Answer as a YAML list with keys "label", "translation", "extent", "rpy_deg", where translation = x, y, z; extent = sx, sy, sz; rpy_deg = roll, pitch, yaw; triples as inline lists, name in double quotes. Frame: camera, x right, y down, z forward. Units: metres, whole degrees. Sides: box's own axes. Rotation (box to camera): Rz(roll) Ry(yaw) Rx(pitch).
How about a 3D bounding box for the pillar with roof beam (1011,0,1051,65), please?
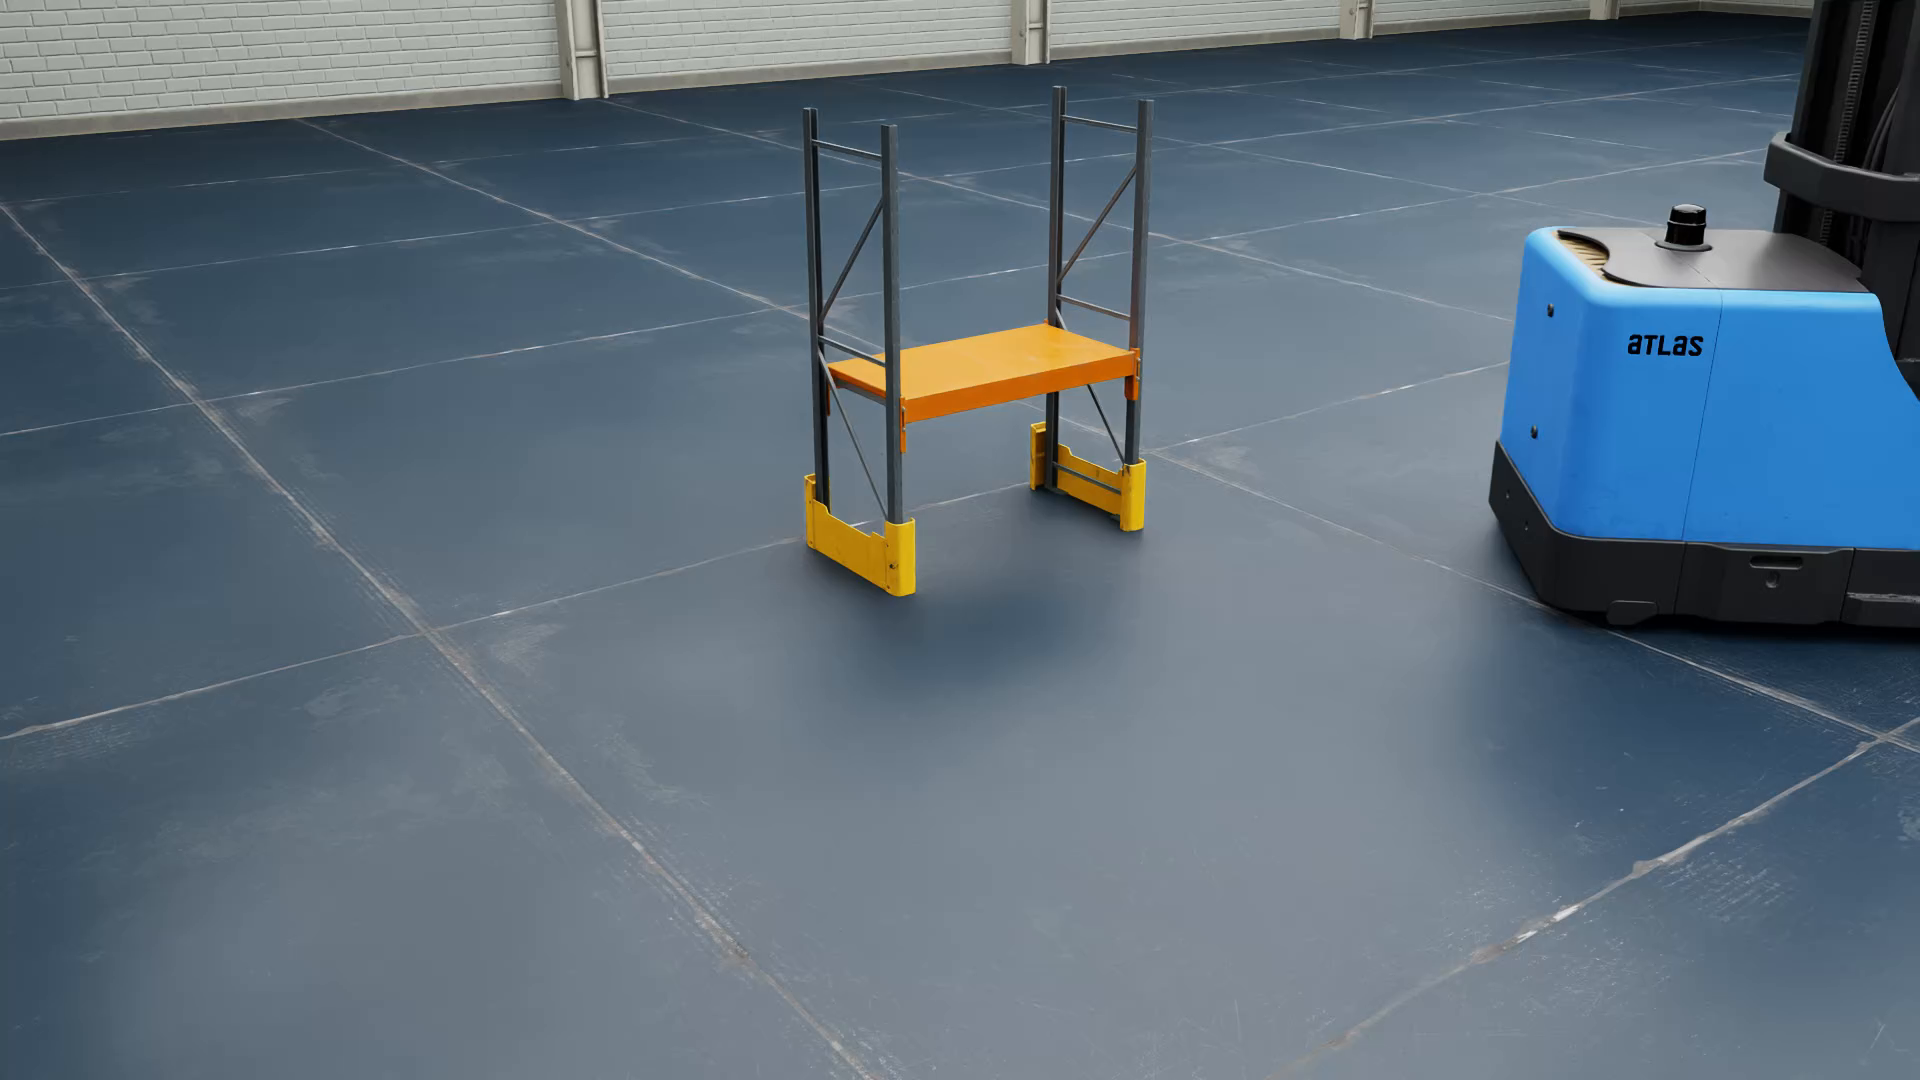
- label: "pillar with roof beam"
  translation: [3.398, -8.898, 16.054]
  extent: [0.400, 9.000, 9.100]
  rpy_deg: [-15, 26, -33]

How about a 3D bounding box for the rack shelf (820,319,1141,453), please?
- label: "rack shelf"
  translation: [0.069, -0.548, 5.731]
  extent: [1.000, 0.185, 0.538]
  rpy_deg: [-15, 26, -33]

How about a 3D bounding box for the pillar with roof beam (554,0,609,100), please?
- label: "pillar with roof beam"
  translation: [-1.472, -7.600, 12.799]
  extent: [0.400, 9.000, 9.100]
  rpy_deg: [-15, 26, -33]

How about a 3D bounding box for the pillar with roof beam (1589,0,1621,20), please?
- label: "pillar with roof beam"
  translation: [13.139, -11.496, 22.563]
  extent: [0.400, 9.000, 9.100]
  rpy_deg: [-15, 26, -33]

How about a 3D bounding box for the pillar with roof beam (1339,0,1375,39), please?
- label: "pillar with roof beam"
  translation: [8.269, -10.197, 19.309]
  extent: [0.400, 9.000, 9.100]
  rpy_deg: [-15, 26, -33]

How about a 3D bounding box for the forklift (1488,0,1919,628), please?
- label: "forklift"
  translation: [3.382, -1.214, 4.984]
  extent: [3.031, 2.935, 1.130]
  rpy_deg: [2, 22, 5]

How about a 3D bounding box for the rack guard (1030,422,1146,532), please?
- label: "rack guard"
  translation: [0.466, -0.240, 6.162]
  extent: [0.087, 0.250, 0.587]
  rpy_deg: [-15, 26, -33]

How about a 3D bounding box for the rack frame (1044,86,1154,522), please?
- label: "rack frame"
  translation: [0.482, -0.825, 5.940]
  extent: [0.032, 1.500, 0.500]
  rpy_deg: [-15, 26, -33]

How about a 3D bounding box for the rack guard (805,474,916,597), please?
- label: "rack guard"
  translation: [-0.342, -0.025, 5.621]
  extent: [0.087, 0.250, 0.587]
  rpy_deg: [-15, 26, -33]

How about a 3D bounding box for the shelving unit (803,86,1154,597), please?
- label: "shelving unit"
  translation: [0.062, -0.713, 5.660]
  extent: [1.083, 1.500, 0.587]
  rpy_deg: [-15, 26, -33]

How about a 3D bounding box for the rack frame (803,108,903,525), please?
- label: "rack frame"
  translation: [-0.343, -0.605, 5.389]
  extent: [0.032, 1.500, 0.500]
  rpy_deg: [-15, 26, -33]
